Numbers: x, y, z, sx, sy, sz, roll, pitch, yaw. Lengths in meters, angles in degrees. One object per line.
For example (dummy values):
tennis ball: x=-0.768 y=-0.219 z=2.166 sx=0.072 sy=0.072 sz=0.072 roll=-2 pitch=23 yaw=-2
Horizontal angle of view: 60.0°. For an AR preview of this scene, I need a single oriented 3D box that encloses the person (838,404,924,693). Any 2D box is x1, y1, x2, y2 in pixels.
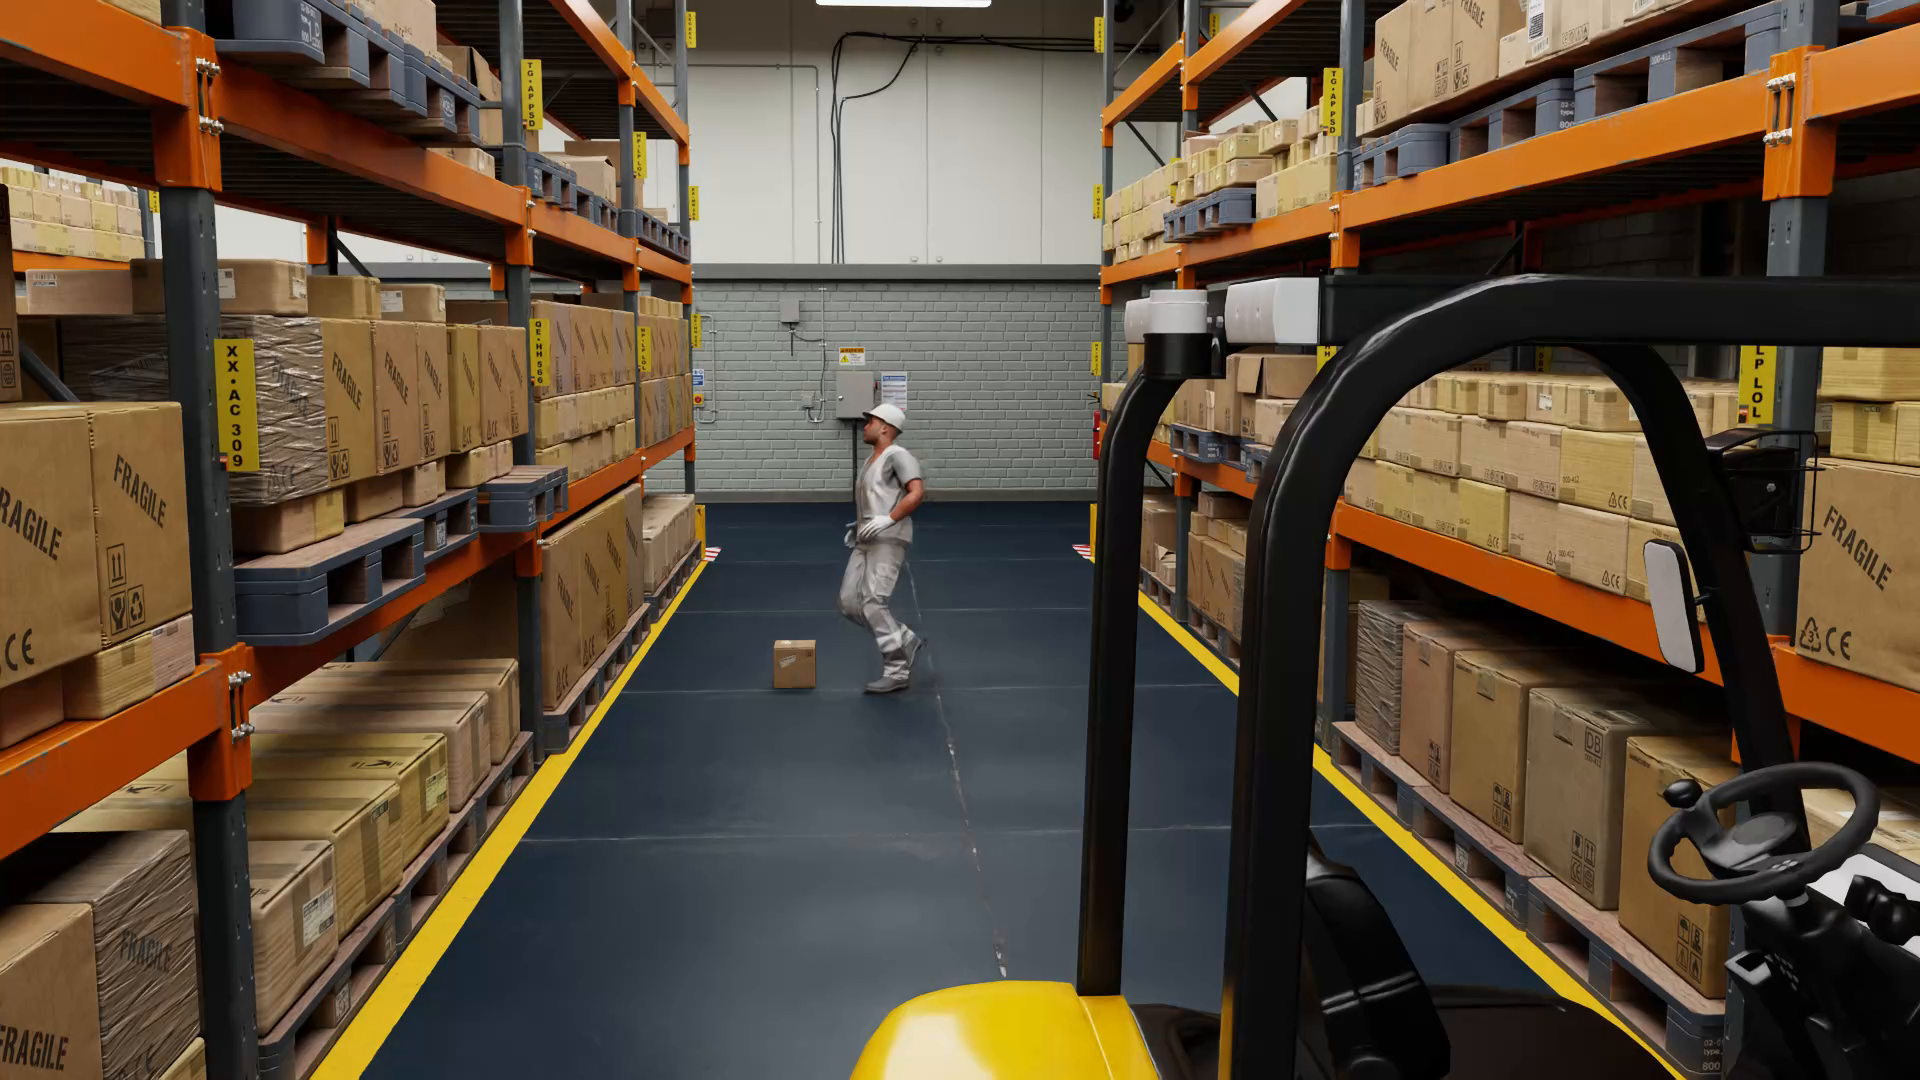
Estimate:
person: x=-0.501 y=0.032 z=10.160 sx=0.519 sy=1.713 sz=0.714 roll=-4 pitch=8 yaw=-29
